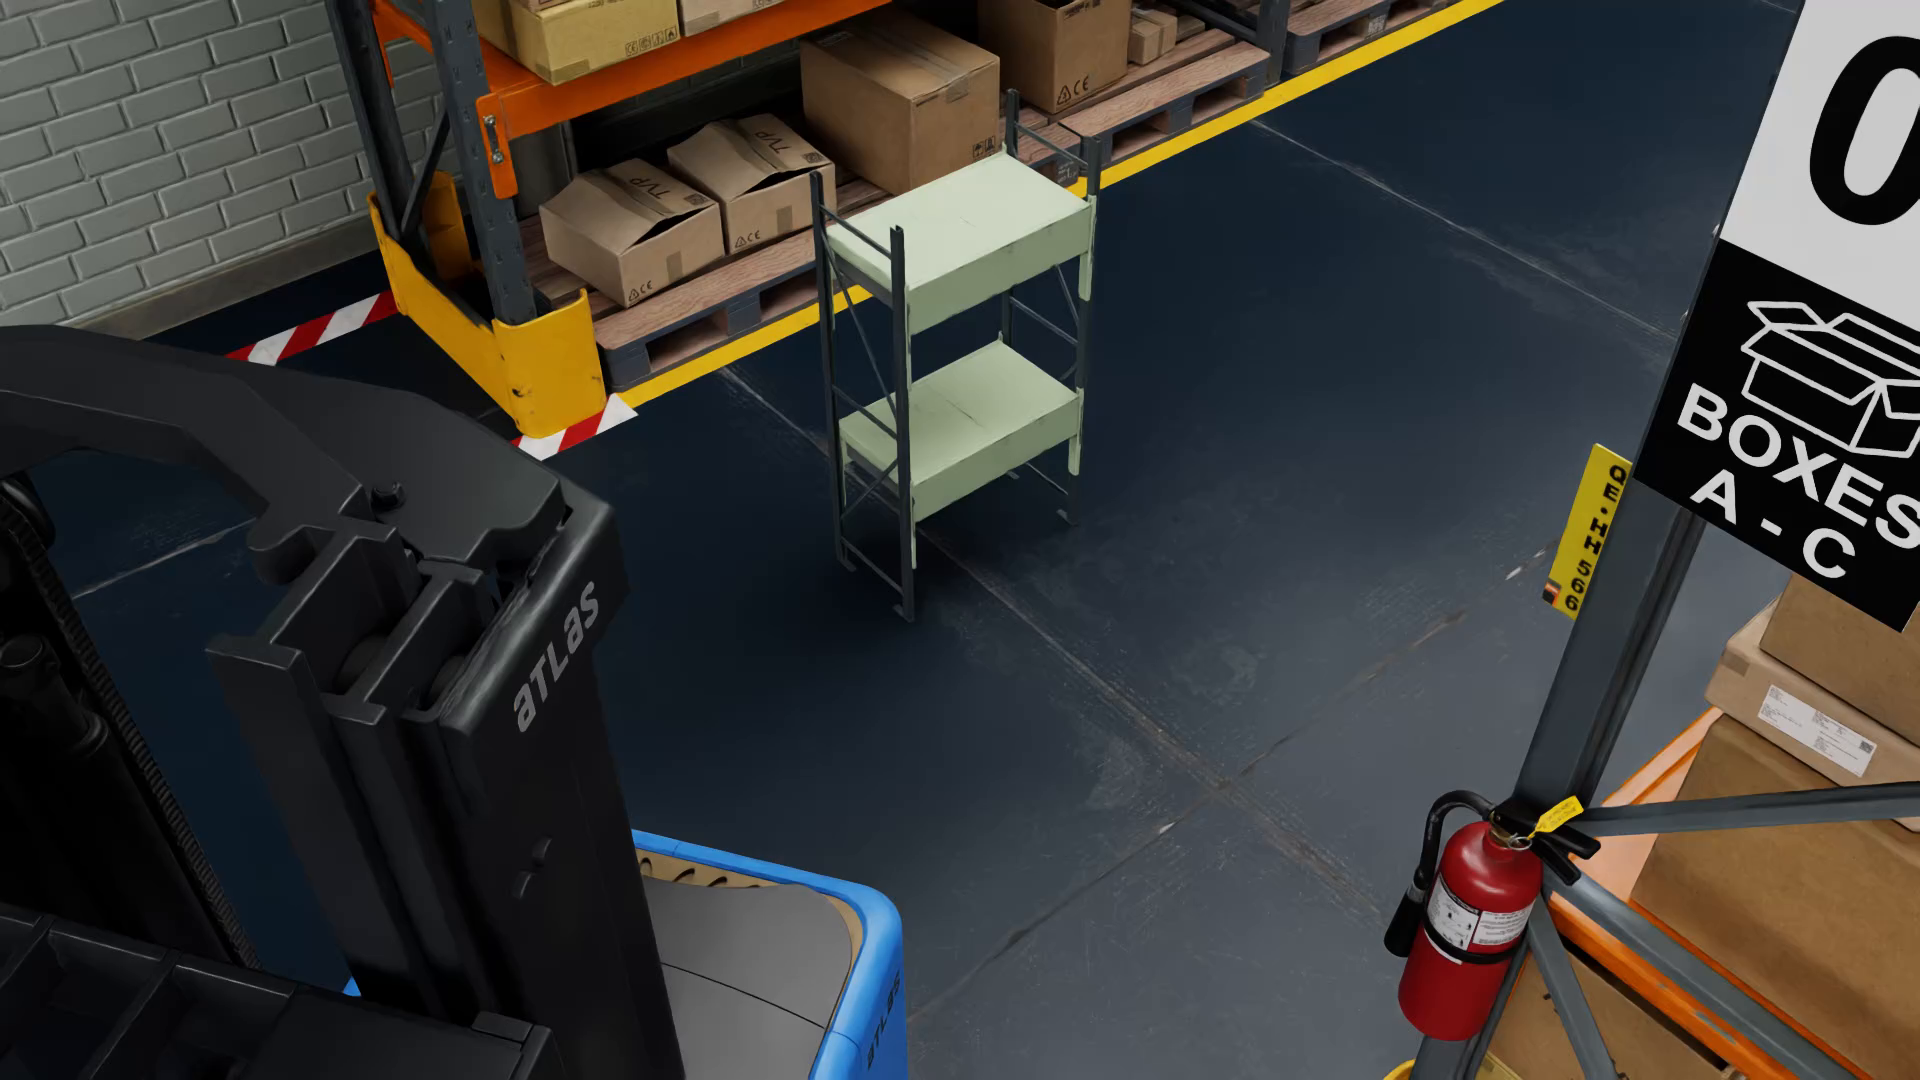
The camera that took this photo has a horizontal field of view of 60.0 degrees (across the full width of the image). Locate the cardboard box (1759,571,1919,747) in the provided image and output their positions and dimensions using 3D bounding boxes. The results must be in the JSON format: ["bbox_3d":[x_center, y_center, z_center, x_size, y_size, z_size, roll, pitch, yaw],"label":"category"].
[{"bbox_3d":[1.714,0.070,2.464,0.500,0.500,0.700,-30,51,-28],"label":"cardboard box"}]

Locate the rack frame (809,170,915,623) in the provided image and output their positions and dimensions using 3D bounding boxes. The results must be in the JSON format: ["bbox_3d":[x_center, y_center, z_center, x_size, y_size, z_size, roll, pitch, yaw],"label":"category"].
[{"bbox_3d":[-0.286,-0.383,5.062,0.023,1.500,0.400,-30,51,-28],"label":"rack frame"}]

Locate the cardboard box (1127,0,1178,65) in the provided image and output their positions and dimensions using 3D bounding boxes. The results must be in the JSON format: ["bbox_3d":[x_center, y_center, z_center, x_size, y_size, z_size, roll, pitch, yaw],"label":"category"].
[{"bbox_3d":[0.803,-2.433,7.897,0.380,0.166,0.250,32,52,30],"label":"cardboard box"}]

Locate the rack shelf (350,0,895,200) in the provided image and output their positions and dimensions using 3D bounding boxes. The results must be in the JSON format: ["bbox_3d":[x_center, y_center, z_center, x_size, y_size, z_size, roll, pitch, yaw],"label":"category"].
[{"bbox_3d":[-0.340,-2.415,6.656,4.000,0.370,1.077,-30,51,-28],"label":"rack shelf"}]

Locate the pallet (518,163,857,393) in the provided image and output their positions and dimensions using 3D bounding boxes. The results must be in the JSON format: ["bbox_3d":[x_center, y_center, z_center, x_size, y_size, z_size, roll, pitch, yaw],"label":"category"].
[{"bbox_3d":[-1.170,-1.154,6.825,1.213,0.211,1.003,-30,51,-28],"label":"pallet"}]

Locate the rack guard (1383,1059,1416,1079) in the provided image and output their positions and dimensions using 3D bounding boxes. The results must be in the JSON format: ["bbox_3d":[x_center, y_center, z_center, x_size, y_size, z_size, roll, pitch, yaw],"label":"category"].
[{"bbox_3d":[1.289,1.722,3.551,0.348,0.500,1.175,-30,51,-28],"label":"rack guard"}]

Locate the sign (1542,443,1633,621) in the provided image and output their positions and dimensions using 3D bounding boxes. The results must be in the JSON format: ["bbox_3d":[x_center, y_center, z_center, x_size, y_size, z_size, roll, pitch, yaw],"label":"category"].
[{"bbox_3d":[0.969,0.001,2.539,0.005,0.325,0.100,-30,51,-28],"label":"sign"}]

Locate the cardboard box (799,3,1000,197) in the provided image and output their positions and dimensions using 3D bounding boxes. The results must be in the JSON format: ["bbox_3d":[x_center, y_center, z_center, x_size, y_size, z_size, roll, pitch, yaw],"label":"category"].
[{"bbox_3d":[-0.254,-1.851,7.034,0.500,0.500,0.700,-33,52,-30],"label":"cardboard box"}]

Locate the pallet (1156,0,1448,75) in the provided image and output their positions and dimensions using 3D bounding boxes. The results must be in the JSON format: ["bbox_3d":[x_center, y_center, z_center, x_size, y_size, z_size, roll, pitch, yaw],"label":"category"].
[{"bbox_3d":[1.790,-2.882,8.665,1.213,0.211,1.003,-30,51,-28],"label":"pallet"}]

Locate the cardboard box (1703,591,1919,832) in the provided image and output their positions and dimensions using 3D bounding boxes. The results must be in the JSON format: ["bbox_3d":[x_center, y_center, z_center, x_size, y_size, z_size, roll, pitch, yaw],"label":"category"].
[{"bbox_3d":[1.478,0.260,2.735,0.250,0.149,0.380,-31,51,-28],"label":"cardboard box"}]

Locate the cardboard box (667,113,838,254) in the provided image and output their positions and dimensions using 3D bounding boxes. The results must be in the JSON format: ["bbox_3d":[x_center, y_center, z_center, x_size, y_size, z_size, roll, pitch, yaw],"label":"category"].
[{"bbox_3d":[-0.848,-1.486,6.784,0.500,0.311,0.500,-26,49,-25],"label":"cardboard box"}]

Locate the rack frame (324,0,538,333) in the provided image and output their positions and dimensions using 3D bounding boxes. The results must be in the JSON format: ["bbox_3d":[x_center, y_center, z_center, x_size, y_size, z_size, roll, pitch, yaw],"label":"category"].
[{"bbox_3d":[-1.874,-1.799,5.474,0.127,3.000,1.000,-30,51,-28],"label":"rack frame"}]

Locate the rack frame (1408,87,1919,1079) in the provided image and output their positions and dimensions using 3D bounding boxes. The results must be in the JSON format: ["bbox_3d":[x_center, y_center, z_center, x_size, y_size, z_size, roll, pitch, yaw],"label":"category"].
[{"bbox_3d":[1.307,0.801,2.706,0.127,3.000,1.000,-30,51,-28],"label":"rack frame"}]

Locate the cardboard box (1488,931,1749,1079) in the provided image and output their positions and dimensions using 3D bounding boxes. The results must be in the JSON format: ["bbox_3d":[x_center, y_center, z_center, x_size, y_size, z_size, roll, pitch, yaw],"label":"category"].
[{"bbox_3d":[1.527,0.985,3.664,0.500,0.500,0.500,-30,51,-28],"label":"cardboard box"}]

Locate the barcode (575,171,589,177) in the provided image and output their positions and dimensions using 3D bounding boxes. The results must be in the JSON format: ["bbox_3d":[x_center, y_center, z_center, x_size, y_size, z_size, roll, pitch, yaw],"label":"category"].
[{"bbox_3d":[-1.528,-1.457,6.746,0.075,0.075,0.001,-30,51,-28],"label":"barcode"}]

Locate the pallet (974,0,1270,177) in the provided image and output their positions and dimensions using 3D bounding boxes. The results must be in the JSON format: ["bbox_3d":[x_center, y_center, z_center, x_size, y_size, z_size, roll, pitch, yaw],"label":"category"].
[{"bbox_3d":[0.702,-2.226,7.966,1.213,0.211,1.003,-30,51,-28],"label":"pallet"}]

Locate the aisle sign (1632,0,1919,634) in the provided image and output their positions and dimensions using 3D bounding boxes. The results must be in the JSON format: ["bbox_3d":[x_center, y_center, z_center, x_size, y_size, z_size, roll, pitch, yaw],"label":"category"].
[{"bbox_3d":[1.068,-0.272,1.950,0.004,0.787,0.394,-30,51,-28],"label":"aisle sign"}]

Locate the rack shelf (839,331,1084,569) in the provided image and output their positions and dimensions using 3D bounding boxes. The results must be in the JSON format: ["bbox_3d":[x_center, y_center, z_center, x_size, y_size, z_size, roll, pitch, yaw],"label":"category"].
[{"bbox_3d":[-0.005,-0.306,5.457,0.720,0.370,0.431,-30,51,-28],"label":"rack shelf"}]

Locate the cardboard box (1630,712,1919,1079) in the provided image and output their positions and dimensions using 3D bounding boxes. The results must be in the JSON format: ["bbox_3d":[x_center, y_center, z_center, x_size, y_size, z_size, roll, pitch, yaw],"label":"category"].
[{"bbox_3d":[1.673,0.566,2.883,0.500,0.500,0.700,-30,51,-28],"label":"cardboard box"}]

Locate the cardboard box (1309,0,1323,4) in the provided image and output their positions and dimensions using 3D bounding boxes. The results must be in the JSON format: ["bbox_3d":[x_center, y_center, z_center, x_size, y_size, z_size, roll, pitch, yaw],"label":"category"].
[{"bbox_3d":[1.748,-3.137,8.404,0.500,0.500,0.700,-28,50,-27],"label":"cardboard box"}]

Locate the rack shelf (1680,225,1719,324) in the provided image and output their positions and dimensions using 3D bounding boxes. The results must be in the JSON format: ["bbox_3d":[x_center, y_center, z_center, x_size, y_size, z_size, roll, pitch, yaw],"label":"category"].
[{"bbox_3d":[2.841,-0.909,2.861,4.000,0.370,1.077,-30,51,-28],"label":"rack shelf"}]

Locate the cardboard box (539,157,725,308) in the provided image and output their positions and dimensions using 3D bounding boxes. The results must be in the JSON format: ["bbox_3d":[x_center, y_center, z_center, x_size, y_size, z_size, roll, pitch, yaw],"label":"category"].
[{"bbox_3d":[-1.286,-1.236,6.517,0.500,0.311,0.500,33,52,30],"label":"cardboard box"}]

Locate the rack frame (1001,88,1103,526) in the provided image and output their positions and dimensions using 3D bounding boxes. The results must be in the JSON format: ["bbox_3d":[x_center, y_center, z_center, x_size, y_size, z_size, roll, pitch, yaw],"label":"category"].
[{"bbox_3d":[0.276,-0.705,5.405,0.023,1.500,0.400,-30,51,-28],"label":"rack frame"}]

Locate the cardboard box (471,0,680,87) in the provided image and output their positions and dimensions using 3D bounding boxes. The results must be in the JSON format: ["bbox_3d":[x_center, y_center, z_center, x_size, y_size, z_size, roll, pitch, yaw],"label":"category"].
[{"bbox_3d":[-1.296,-1.799,5.569,0.500,0.250,0.500,-31,51,-29],"label":"cardboard box"}]

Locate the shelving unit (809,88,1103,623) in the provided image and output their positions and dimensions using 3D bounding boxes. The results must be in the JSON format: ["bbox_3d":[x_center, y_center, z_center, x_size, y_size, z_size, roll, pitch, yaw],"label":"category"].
[{"bbox_3d":[-0.005,-0.544,5.233,0.755,1.500,0.431,-30,51,-28],"label":"shelving unit"}]

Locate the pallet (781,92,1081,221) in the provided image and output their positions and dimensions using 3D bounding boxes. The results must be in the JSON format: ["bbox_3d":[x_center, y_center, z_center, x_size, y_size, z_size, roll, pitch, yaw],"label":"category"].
[{"bbox_3d":[-0.235,-1.687,7.392,1.213,0.211,1.003,-30,51,-28],"label":"pallet"}]

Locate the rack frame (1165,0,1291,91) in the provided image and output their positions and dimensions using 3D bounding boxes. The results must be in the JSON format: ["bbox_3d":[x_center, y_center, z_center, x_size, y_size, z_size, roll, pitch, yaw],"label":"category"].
[{"bbox_3d":[1.194,-3.556,7.345,0.127,3.000,1.000,-30,51,-28],"label":"rack frame"}]

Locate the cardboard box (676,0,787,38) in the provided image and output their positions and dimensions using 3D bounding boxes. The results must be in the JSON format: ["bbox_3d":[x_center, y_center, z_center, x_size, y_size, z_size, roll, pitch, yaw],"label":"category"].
[{"bbox_3d":[-0.907,-2.035,5.820,0.500,0.250,0.500,-31,52,-29],"label":"cardboard box"}]

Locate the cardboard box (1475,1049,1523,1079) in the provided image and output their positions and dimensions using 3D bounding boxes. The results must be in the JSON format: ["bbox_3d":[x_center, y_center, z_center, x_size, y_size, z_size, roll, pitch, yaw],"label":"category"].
[{"bbox_3d":[1.529,1.259,3.920,0.500,0.250,0.500,-30,51,-28],"label":"cardboard box"}]

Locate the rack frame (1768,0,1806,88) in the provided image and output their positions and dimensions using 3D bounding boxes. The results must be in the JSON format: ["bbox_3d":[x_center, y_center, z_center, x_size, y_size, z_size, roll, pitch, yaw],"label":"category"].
[{"bbox_3d":[1.307,-1.386,0.653,0.127,3.000,1.000,-30,51,-28],"label":"rack frame"}]

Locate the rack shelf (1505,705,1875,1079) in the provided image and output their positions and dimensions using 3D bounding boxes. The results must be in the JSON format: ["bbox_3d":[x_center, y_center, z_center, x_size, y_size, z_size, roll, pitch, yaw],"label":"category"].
[{"bbox_3d":[2.841,0.184,3.888,4.000,0.370,1.077,-30,51,-28],"label":"rack shelf"}]

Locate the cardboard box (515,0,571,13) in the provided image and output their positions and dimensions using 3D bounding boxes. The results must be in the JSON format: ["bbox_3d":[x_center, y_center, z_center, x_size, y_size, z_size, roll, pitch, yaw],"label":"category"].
[{"bbox_3d":[-1.315,-2.077,5.317,0.500,0.500,0.500,-30,51,-28],"label":"cardboard box"}]

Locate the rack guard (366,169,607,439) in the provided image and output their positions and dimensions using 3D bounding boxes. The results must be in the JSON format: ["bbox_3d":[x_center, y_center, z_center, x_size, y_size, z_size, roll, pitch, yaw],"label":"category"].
[{"bbox_3d":[-1.816,-0.921,6.366,0.348,0.500,1.175,-30,51,-28],"label":"rack guard"}]

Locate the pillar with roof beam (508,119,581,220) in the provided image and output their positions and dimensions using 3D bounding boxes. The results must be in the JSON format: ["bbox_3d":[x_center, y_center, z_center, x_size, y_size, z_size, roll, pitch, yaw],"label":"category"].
[{"bbox_3d":[0.870,-2.487,1.825,0.400,9.000,9.100,-30,51,-28],"label":"pillar with roof beam"}]

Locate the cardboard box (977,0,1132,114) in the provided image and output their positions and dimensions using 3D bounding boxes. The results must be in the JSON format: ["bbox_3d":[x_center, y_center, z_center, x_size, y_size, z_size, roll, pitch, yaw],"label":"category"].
[{"bbox_3d":[0.424,-2.328,7.542,0.500,0.500,0.500,-34,53,-31],"label":"cardboard box"}]

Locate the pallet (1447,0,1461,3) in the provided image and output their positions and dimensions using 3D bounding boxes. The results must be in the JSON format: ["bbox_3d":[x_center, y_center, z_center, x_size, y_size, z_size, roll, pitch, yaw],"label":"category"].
[{"bbox_3d":[2.727,-3.421,9.238,1.213,0.211,1.003,-30,51,-28],"label":"pallet"}]

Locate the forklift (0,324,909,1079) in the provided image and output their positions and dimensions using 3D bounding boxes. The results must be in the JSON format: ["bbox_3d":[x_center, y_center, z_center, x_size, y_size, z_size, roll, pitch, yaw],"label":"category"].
[{"bbox_3d":[-0.999,1.321,2.202,1.130,2.935,3.031,11,44,12],"label":"forklift"}]

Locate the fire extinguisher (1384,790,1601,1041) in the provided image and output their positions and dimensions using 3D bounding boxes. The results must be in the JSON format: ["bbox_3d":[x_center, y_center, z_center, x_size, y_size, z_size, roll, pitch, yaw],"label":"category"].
[{"bbox_3d":[0.918,0.637,2.937,0.183,0.674,0.296,-30,51,-28],"label":"fire extinguisher"}]

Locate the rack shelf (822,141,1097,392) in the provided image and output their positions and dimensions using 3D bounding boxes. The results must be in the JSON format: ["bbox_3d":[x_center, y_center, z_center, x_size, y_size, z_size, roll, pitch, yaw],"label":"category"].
[{"bbox_3d":[-0.005,-0.828,4.966,0.720,0.370,0.431,-30,51,-28],"label":"rack shelf"}]
